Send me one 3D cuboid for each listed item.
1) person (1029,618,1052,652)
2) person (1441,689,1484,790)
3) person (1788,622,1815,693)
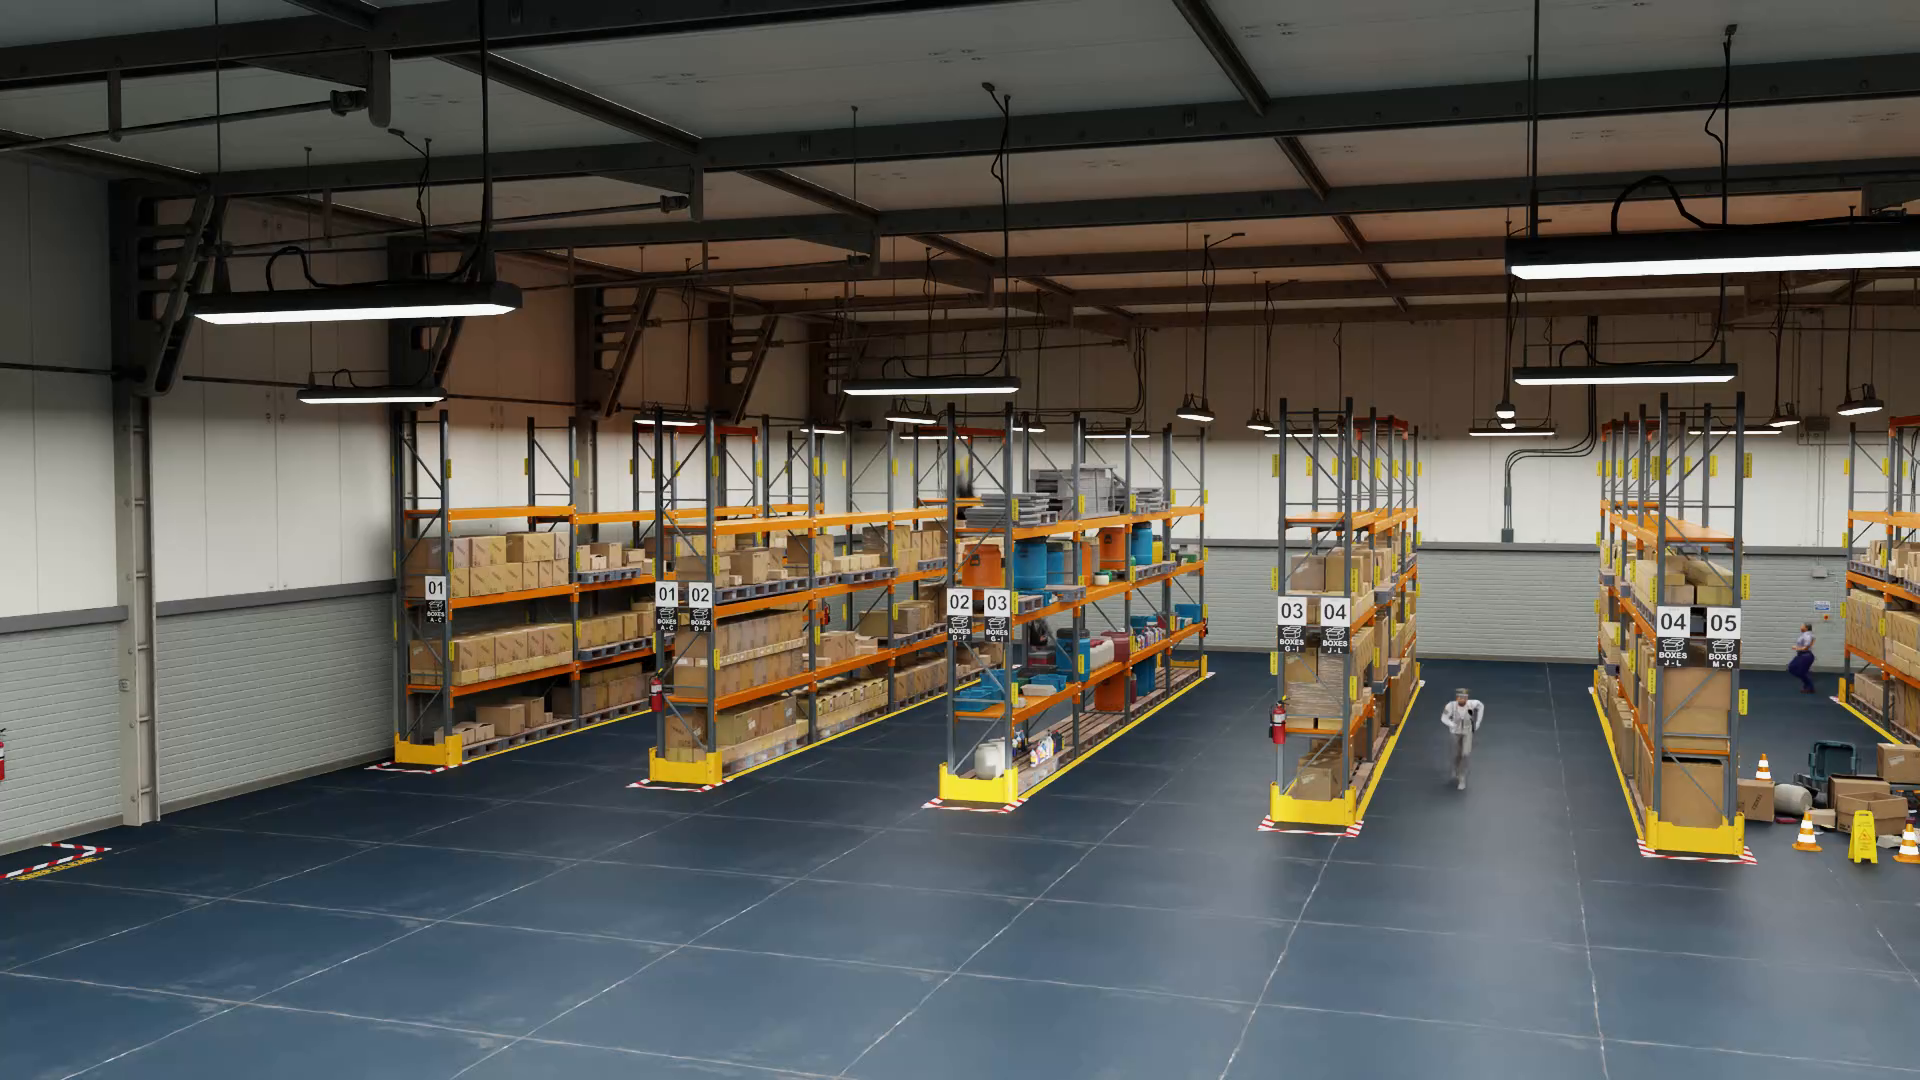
[{"bbox_3d":[1.839,2.485,39.057,0.658,1.685,0.716,1,3,13],"label":"person"},{"bbox_3d":[7.926,3.114,26.277,0.657,1.620,0.922,0,2,11],"label":"person"},{"bbox_3d":[18.818,2.621,37.099,0.560,1.599,0.602,1,3,16],"label":"person"}]
